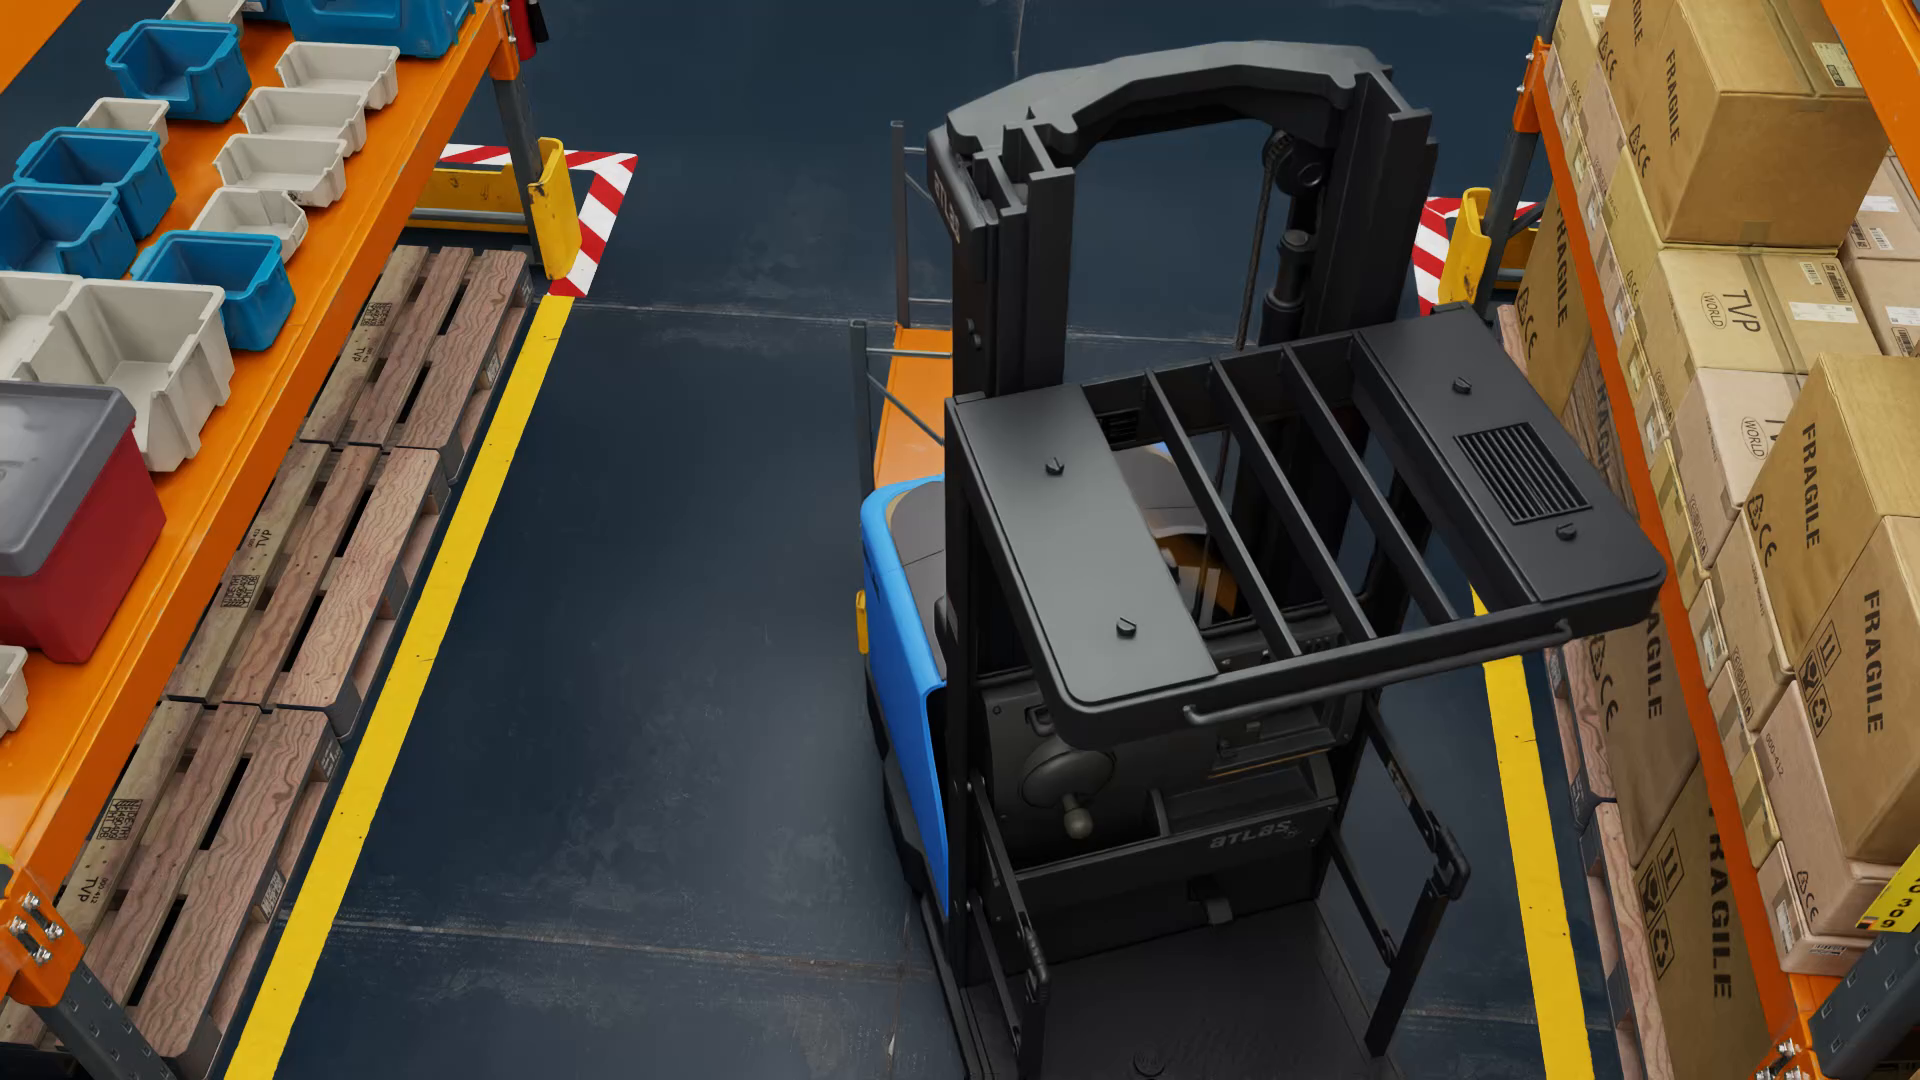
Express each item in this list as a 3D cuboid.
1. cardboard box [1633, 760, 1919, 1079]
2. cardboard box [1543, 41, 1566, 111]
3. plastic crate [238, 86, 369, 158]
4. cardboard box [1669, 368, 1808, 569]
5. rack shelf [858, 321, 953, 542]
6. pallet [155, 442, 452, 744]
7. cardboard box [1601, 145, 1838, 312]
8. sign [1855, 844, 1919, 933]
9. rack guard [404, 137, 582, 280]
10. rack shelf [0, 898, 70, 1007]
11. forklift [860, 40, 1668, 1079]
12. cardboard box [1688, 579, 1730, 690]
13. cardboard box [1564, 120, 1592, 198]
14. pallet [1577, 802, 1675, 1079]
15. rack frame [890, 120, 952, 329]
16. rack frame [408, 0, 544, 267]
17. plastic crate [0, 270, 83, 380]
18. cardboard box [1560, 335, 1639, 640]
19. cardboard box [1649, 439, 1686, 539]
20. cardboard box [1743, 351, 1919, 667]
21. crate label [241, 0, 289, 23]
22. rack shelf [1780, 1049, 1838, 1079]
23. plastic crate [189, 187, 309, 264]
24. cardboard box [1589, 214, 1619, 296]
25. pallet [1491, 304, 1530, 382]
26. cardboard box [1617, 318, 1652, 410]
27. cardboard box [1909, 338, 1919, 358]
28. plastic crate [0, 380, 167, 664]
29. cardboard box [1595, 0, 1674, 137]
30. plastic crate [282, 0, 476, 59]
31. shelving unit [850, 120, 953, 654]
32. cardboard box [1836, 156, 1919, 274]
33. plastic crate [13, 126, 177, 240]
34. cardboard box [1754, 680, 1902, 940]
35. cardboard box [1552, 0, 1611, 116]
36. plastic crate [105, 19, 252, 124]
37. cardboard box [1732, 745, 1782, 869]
[{"bbox_3d":[2.427,1.074,4.391,0.875,0.875,0.875,4,48,4],"label":"cardboard box"},{"bbox_3d":[2.291,-1.638,5.886,0.380,0.149,0.250,4,48,4],"label":"cardboard box"},{"bbox_3d":[-2.216,-1.402,5.638,0.396,0.136,0.243,4,48,4],"label":"plastic crate"},{"bbox_3d":[2.157,-0.169,4.272,0.500,0.250,0.500,5,48,4],"label":"cardboard box"},{"bbox_3d":[-0.022,-0.356,5.803,0.538,0.185,1.000,4,48,3],"label":"rack shelf"},{"bbox_3d":[-2.508,0.144,5.975,1.003,0.211,1.213,4,48,4],"label":"pallet"},{"bbox_3d":[2.249,-0.925,4.963,0.500,0.250,0.500,2,48,2],"label":"cardboard box"},{"bbox_3d":[1.734,0.623,3.007,0.100,0.325,0.005,4,48,4],"label":"sign"},{"bbox_3d":[-2.291,-1.469,7.255,1.175,0.500,0.348,4,48,4],"label":"rack guard"},{"bbox_3d":[-2.828,2.357,2.549,1.077,0.370,4.000,4,48,4],"label":"rack shelf"},{"bbox_3d":[0.573,0.538,3.772,1.130,2.935,3.031,-12,49,-10],"label":"forklift"},{"bbox_3d":[2.059,0.250,4.159,0.380,0.149,0.250,5,48,4],"label":"cardboard box"},{"bbox_3d":[2.246,-1.261,5.541,0.380,0.149,0.250,3,48,3],"label":"cardboard box"},{"bbox_3d":[2.434,1.366,4.858,1.003,0.211,1.213,4,48,4],"label":"pallet"},{"bbox_3d":[0.022,-0.851,6.012,0.500,1.500,0.032,4,48,3],"label":"rack frame"},{"bbox_3d":[-2.281,-2.295,6.316,1.000,3.000,0.127,4,48,4],"label":"rack frame"},{"bbox_3d":[-2.786,-0.586,4.891,0.293,0.136,0.466,4,48,4],"label":"plastic crate"},{"bbox_3d":[2.590,-0.242,5.594,0.875,0.875,0.875,4,48,4],"label":"cardboard box"},{"bbox_3d":[2.105,-0.128,4.504,0.380,0.149,0.250,3,48,3],"label":"cardboard box"},{"bbox_3d":[2.113,-0.049,3.654,0.500,0.500,0.500,4,48,4],"label":"cardboard box"},{"bbox_3d":[-2.631,-2.099,6.210,0.416,0.233,0.303,4,48,4],"label":"crate label"},{"bbox_3d":[2.105,2.690,2.244,1.077,0.370,4.000,4,48,4],"label":"rack shelf"},{"bbox_3d":[-2.225,-0.977,5.249,0.298,0.136,0.250,4,48,4],"label":"plastic crate"},{"bbox_3d":[2.199,-0.883,5.195,0.380,0.149,0.250,3,48,3],"label":"cardboard box"},{"bbox_3d":[2.657,-0.427,6.498,1.003,0.211,1.213,4,48,4],"label":"pallet"},{"bbox_3d":[2.152,-0.508,4.852,0.380,0.149,0.250,3,48,3],"label":"cardboard box"},{"bbox_3d":[2.681,-0.404,3.978,0.500,0.500,0.500,3,48,2],"label":"cardboard box"},{"bbox_3d":[-2.314,-0.036,4.166,0.402,0.464,0.583,4,48,4],"label":"plastic crate"},{"bbox_3d":[2.293,-1.562,5.038,0.500,0.500,0.500,3,48,3],"label":"cardboard box"},{"bbox_3d":[-2.125,-2.068,6.044,0.616,0.435,0.499,4,48,4],"label":"plastic crate"},{"bbox_3d":[-0.022,-0.484,5.676,0.587,1.500,1.083,4,48,3],"label":"shelving unit"},{"bbox_3d":[2.779,-0.891,4.932,0.500,0.250,0.500,2,48,2],"label":"cardboard box"},{"bbox_3d":[-2.751,-1.131,5.325,0.416,0.233,0.300,4,48,4],"label":"plastic crate"},{"bbox_3d":[2.066,0.586,3.581,0.500,0.250,0.500,3,48,3],"label":"cardboard box"},{"bbox_3d":[2.339,-1.677,5.651,0.500,0.250,0.500,3,48,2],"label":"cardboard box"},{"bbox_3d":[-2.691,-1.615,5.767,0.416,0.233,0.300,4,48,4],"label":"plastic crate"},{"bbox_3d":[2.012,0.627,3.814,0.380,0.149,0.250,5,48,4],"label":"cardboard box"}]
